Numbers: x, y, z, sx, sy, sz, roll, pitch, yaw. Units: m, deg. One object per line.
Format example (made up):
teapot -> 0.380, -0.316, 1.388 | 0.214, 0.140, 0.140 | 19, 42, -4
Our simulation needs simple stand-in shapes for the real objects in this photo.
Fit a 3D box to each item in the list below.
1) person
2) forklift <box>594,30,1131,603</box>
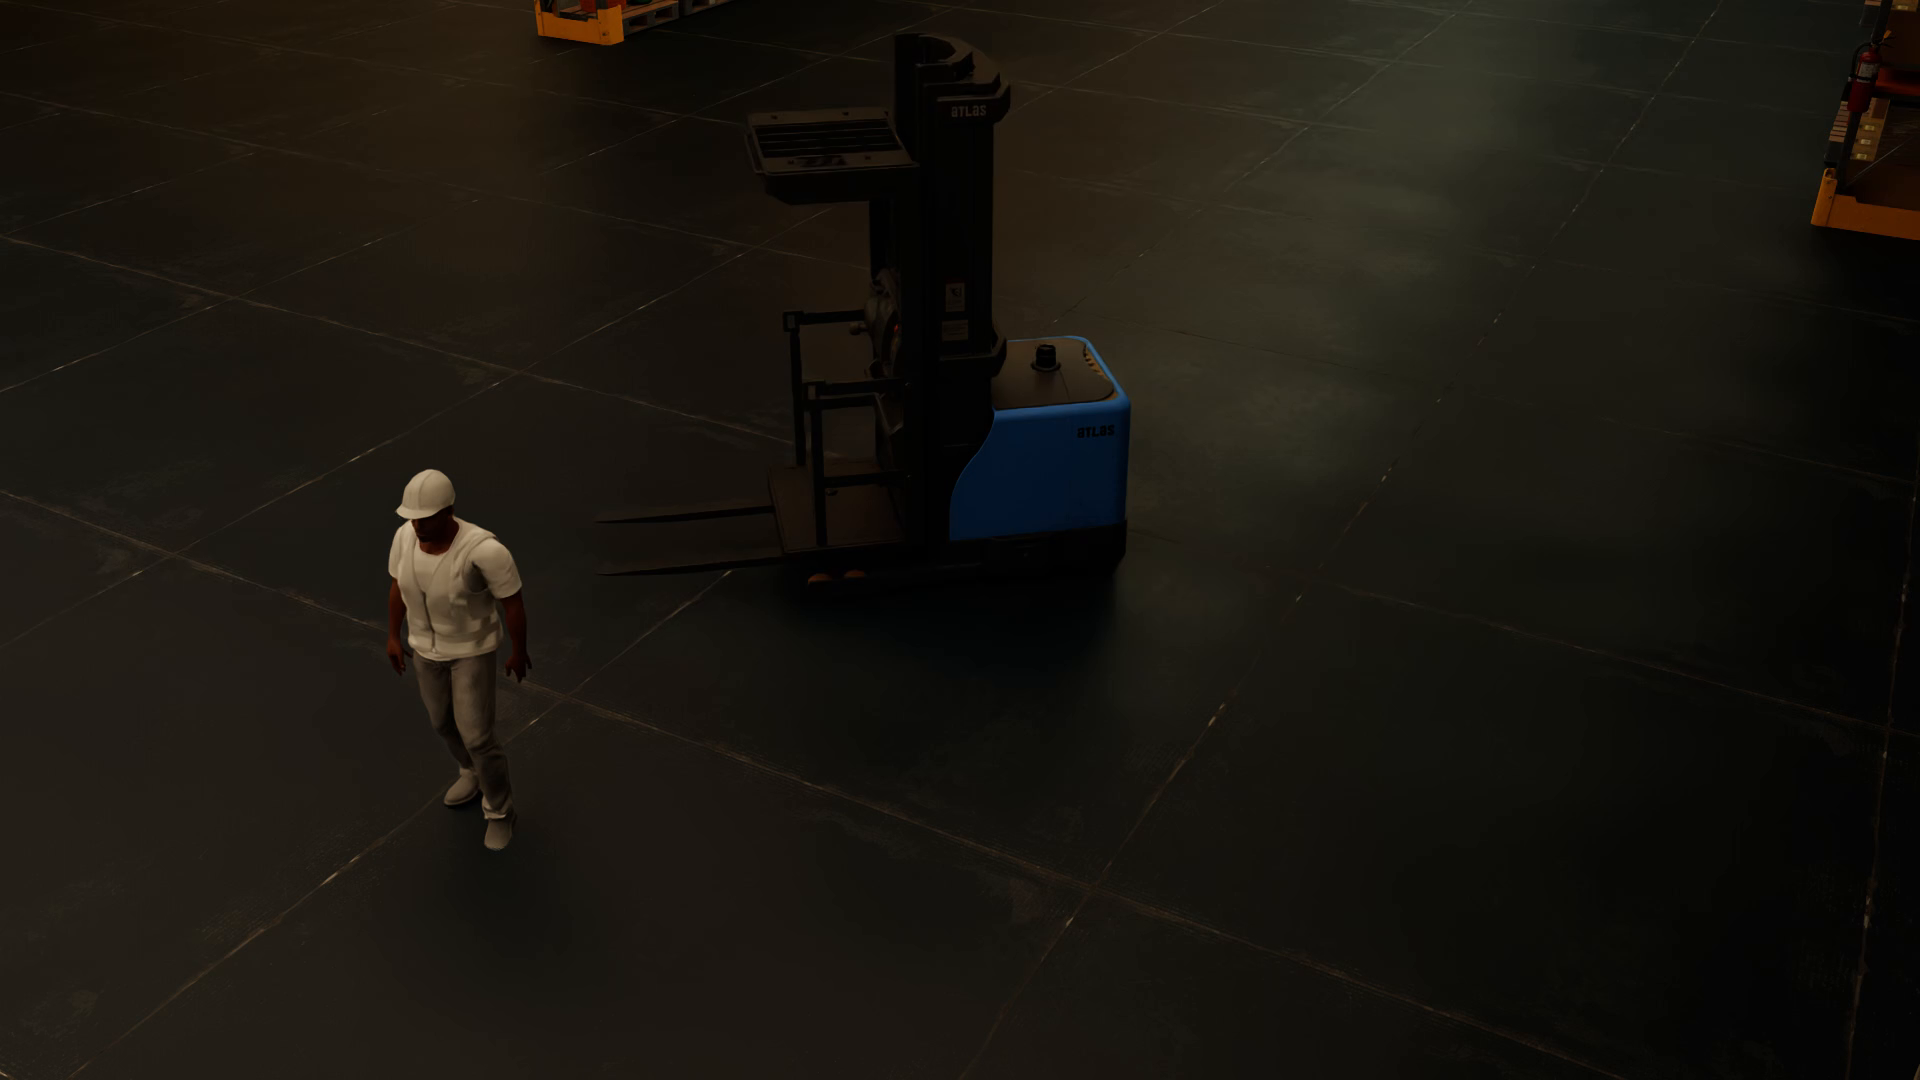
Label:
person -> -2.278, 0.528, 7.397 | 0.663, 1.801, 0.538 | 11, 32, 18
forklift -> -0.606, -1.200, 9.149 | 3.031, 2.935, 1.130 | -6, 30, -10
